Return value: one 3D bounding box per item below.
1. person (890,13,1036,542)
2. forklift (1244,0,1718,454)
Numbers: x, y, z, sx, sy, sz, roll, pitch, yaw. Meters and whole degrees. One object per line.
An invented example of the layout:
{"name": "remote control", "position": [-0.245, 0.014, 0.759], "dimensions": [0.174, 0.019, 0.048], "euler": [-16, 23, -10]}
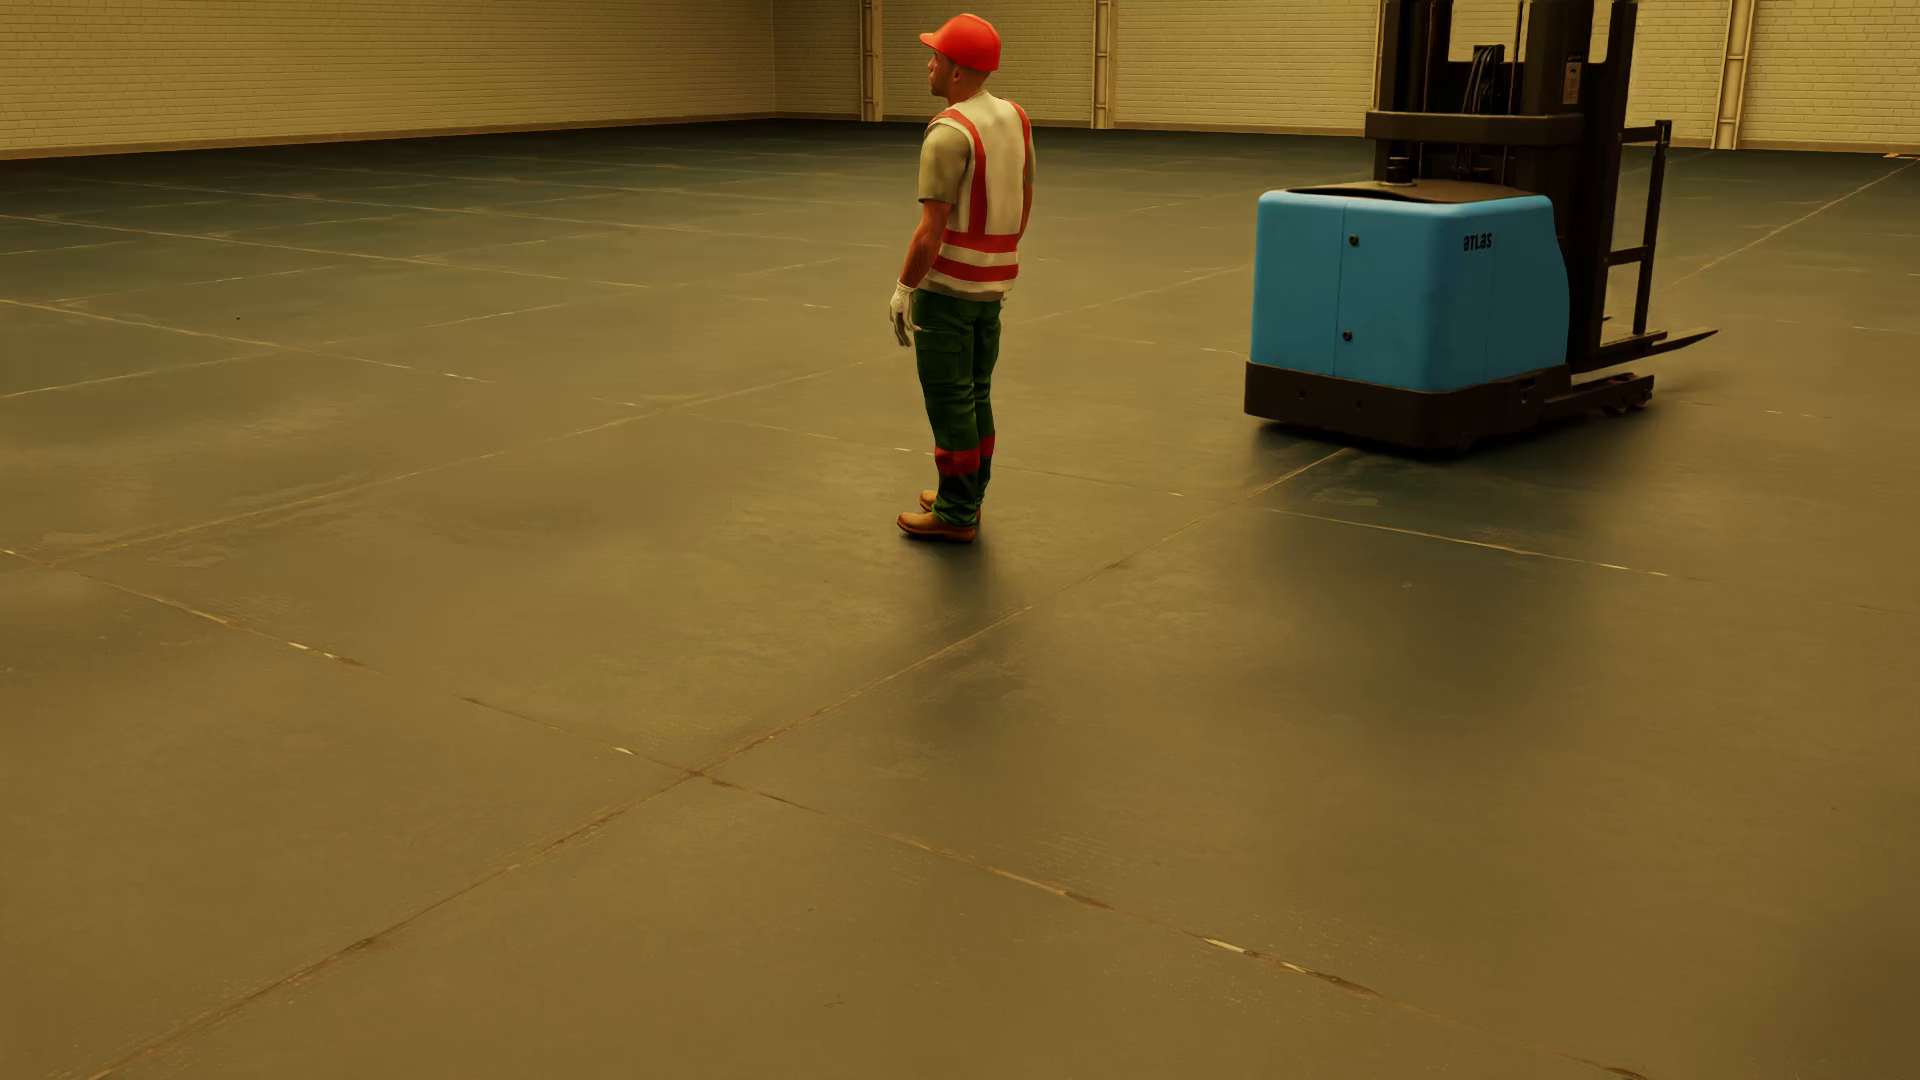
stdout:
{"name": "person", "position": [-0.059, -0.880, 5.743], "dimensions": [0.564, 1.787, 0.637], "euler": [11, 20, 33]}
{"name": "forklift", "position": [2.742, -2.106, 7.875], "dimensions": [3.031, 2.935, 1.130], "euler": [-15, 22, -40]}
